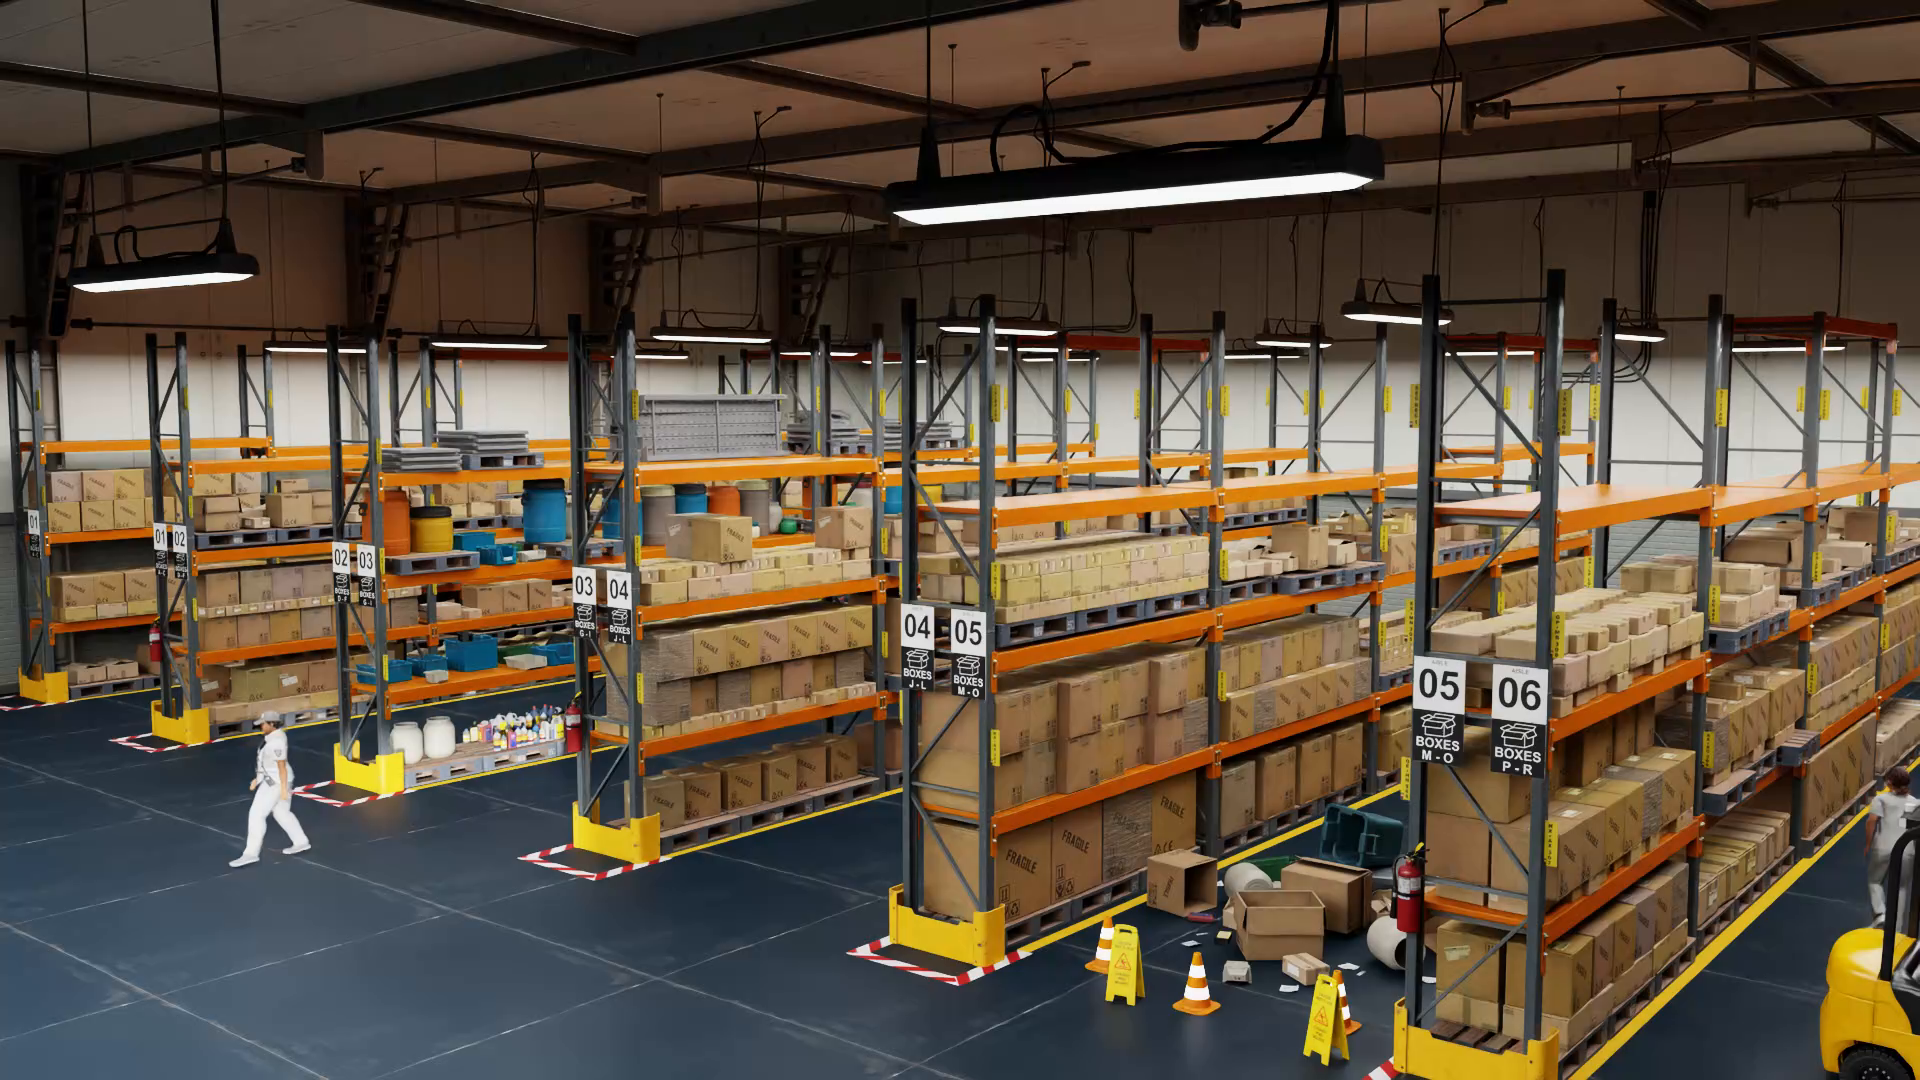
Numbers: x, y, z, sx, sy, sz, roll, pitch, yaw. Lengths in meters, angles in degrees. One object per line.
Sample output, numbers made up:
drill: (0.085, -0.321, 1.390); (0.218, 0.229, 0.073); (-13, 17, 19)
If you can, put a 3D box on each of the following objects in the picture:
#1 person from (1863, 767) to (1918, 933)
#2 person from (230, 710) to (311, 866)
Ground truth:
person: (8.819, 2.965, 15.718); (0.490, 1.595, 0.723); (3, 6, 28)
person: (-7.628, 2.709, 18.353); (0.757, 1.636, 0.667); (-1, 5, -13)
